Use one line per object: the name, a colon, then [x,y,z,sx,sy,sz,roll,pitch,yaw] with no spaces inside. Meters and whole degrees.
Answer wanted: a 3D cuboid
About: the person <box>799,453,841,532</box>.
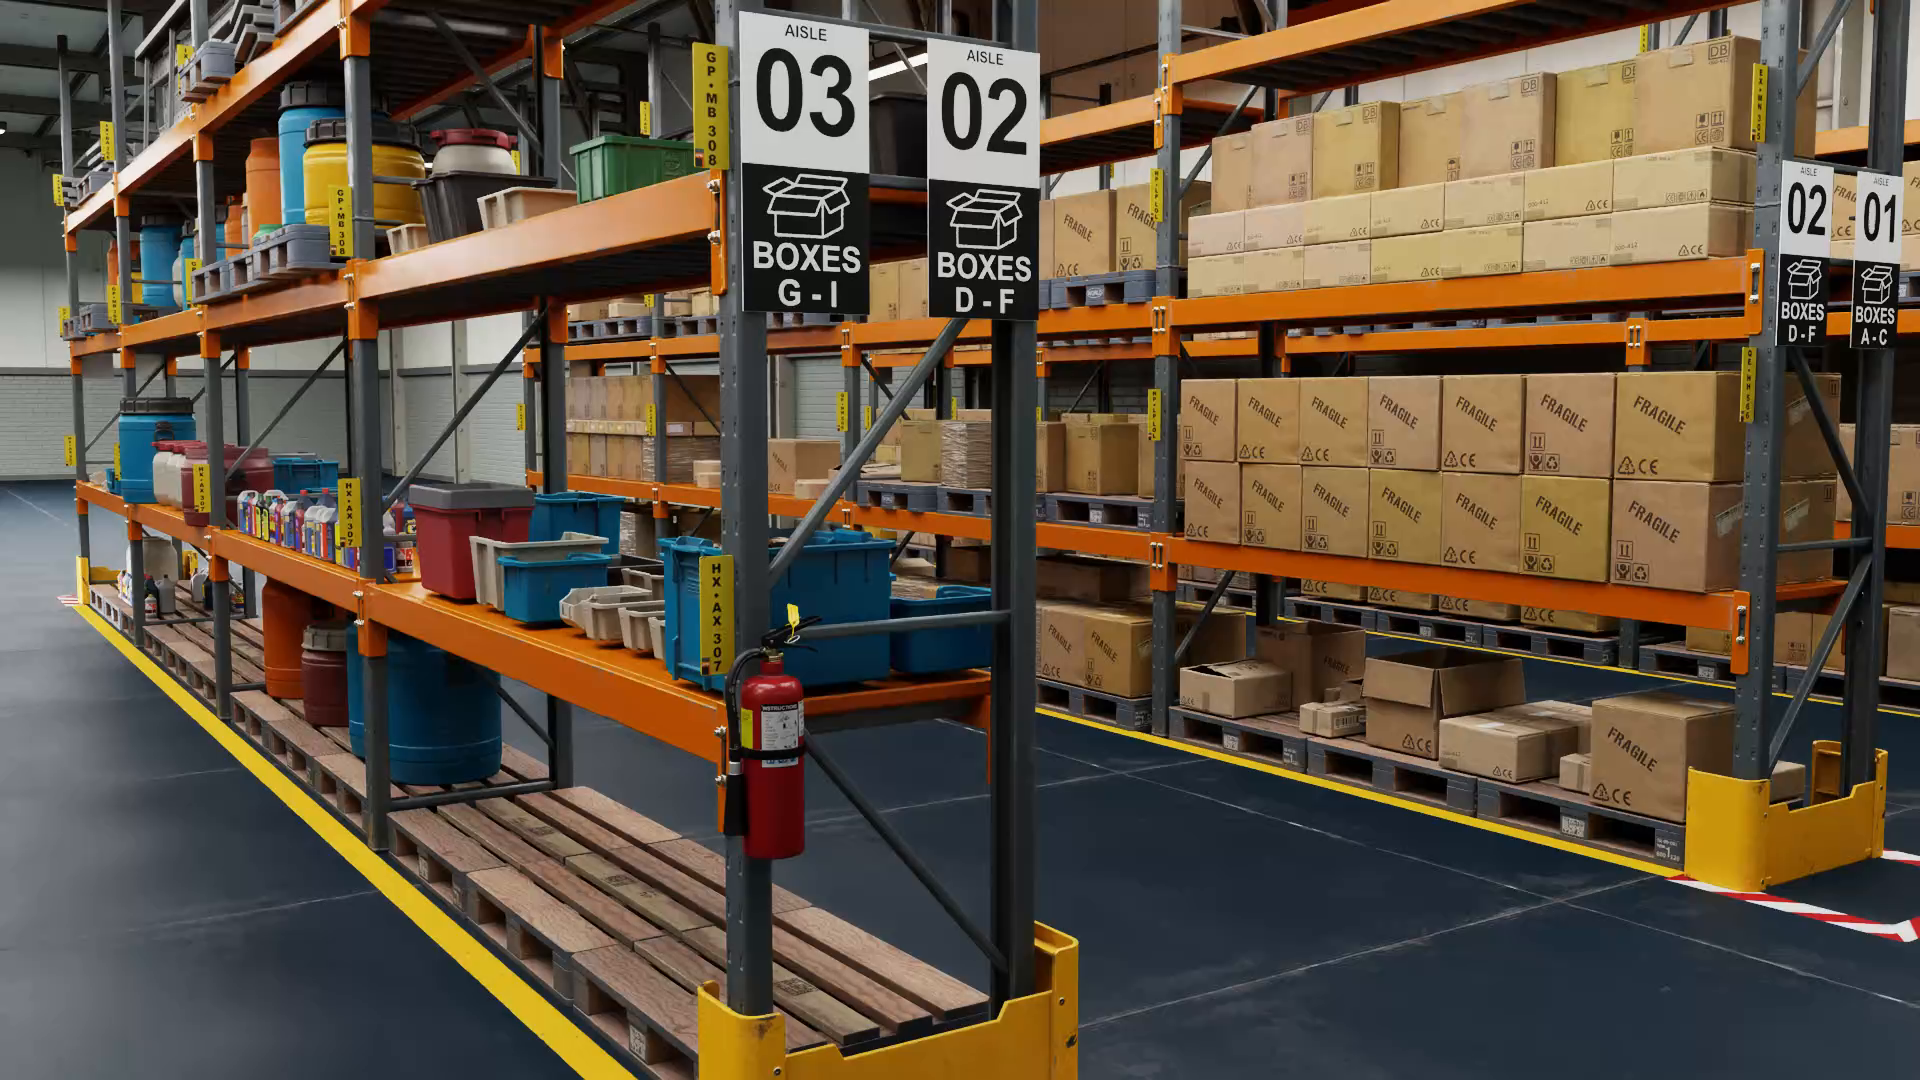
person: [-1.540,-0.228,18.558,0.519,1.671,0.866,-3,6,-33]
